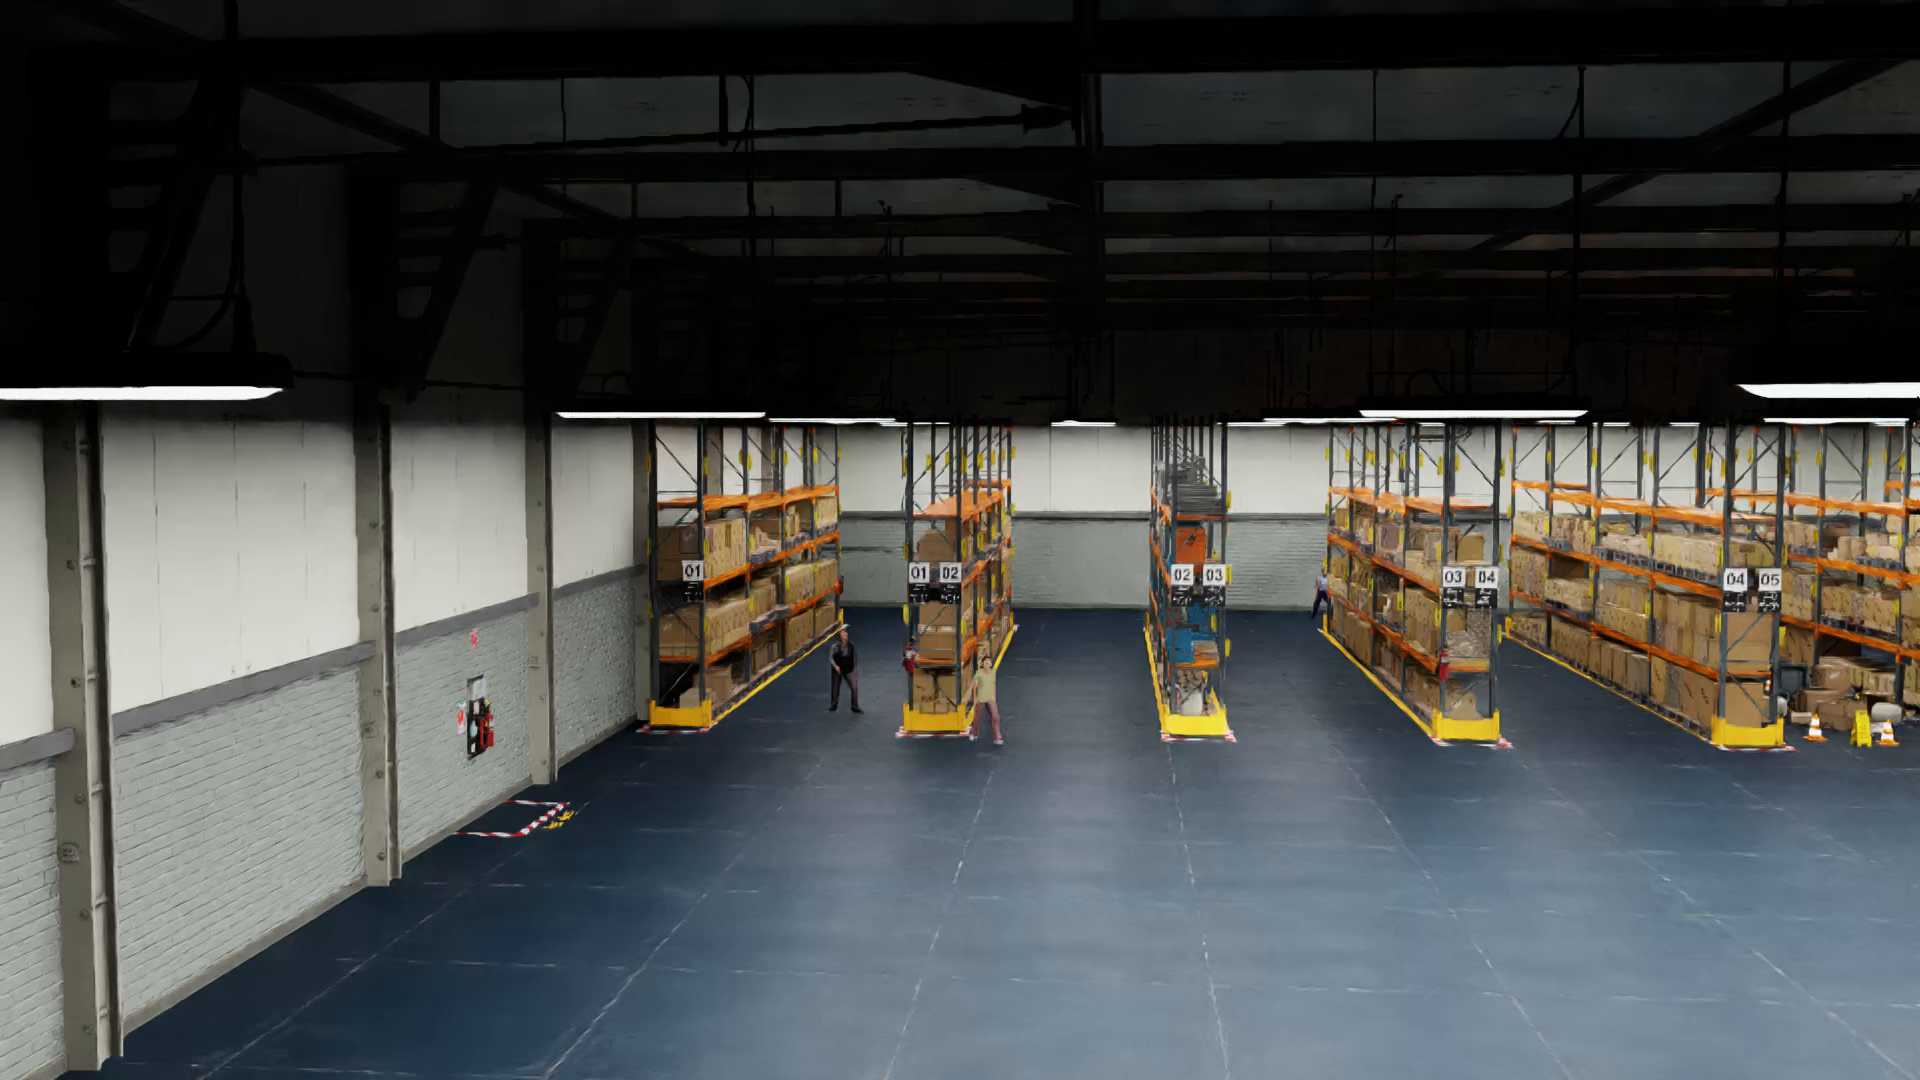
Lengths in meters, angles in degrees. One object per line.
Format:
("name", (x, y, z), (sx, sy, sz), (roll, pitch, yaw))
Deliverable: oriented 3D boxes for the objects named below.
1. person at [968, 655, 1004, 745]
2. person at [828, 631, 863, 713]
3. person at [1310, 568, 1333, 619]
("person", (0.458, 2.887, 30.150), (0.485, 1.622, 0.948), (-1, 4, -17))
("person", (-2.334, 2.637, 33.445), (0.682, 1.661, 0.844), (-1, 4, -12))
("person", (10.799, 1.603, 49.478), (0.518, 1.596, 0.942), (-1, 4, -18))
